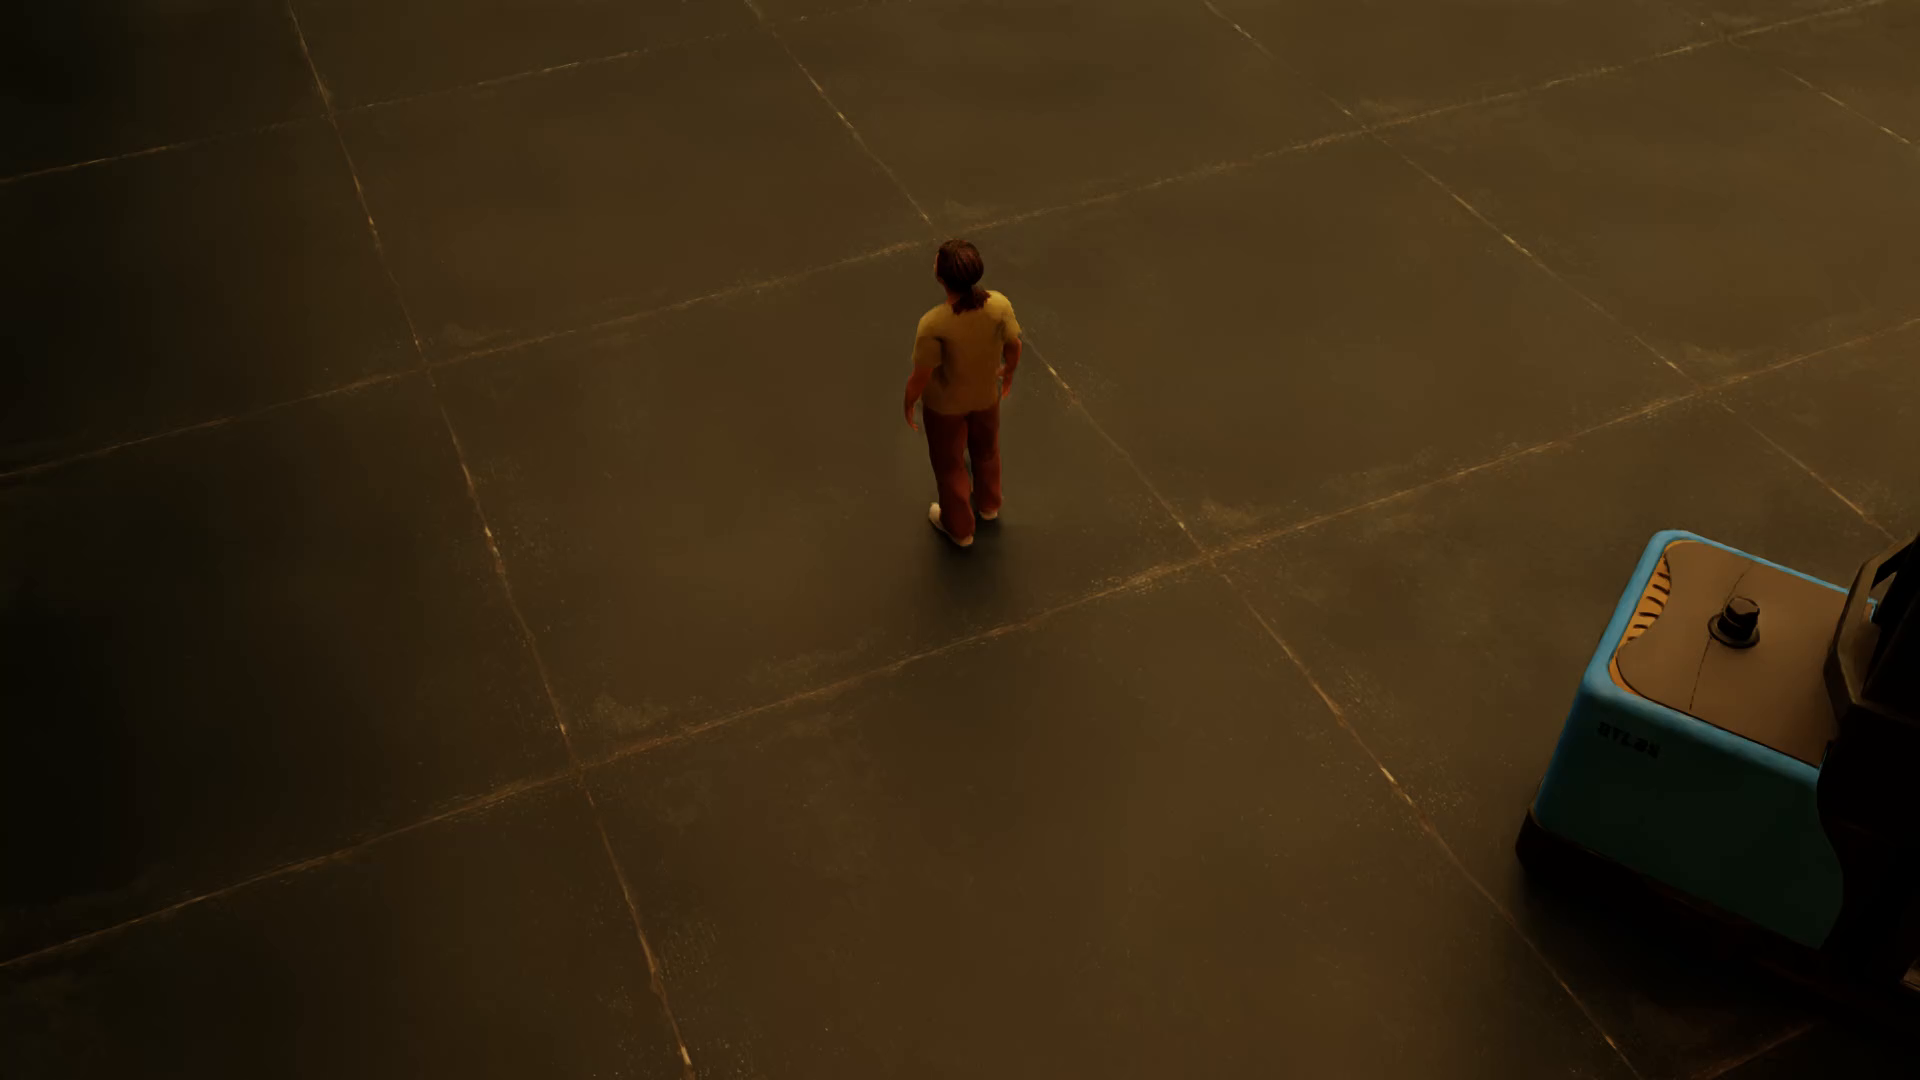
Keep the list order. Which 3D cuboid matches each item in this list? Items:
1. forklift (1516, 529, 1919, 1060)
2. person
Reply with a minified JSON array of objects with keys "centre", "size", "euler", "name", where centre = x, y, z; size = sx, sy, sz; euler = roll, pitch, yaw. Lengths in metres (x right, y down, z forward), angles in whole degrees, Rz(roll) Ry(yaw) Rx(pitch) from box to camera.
[{"centre":[3.668,0.468,5.179],"size":[3.031,2.935,1.130],"euler":[24,48,23],"name":"forklift"},{"centre":[-0.021,-0.663,7.308],"size":[0.554,1.663,0.548],"euler":[-18,46,-18],"name":"person"}]
